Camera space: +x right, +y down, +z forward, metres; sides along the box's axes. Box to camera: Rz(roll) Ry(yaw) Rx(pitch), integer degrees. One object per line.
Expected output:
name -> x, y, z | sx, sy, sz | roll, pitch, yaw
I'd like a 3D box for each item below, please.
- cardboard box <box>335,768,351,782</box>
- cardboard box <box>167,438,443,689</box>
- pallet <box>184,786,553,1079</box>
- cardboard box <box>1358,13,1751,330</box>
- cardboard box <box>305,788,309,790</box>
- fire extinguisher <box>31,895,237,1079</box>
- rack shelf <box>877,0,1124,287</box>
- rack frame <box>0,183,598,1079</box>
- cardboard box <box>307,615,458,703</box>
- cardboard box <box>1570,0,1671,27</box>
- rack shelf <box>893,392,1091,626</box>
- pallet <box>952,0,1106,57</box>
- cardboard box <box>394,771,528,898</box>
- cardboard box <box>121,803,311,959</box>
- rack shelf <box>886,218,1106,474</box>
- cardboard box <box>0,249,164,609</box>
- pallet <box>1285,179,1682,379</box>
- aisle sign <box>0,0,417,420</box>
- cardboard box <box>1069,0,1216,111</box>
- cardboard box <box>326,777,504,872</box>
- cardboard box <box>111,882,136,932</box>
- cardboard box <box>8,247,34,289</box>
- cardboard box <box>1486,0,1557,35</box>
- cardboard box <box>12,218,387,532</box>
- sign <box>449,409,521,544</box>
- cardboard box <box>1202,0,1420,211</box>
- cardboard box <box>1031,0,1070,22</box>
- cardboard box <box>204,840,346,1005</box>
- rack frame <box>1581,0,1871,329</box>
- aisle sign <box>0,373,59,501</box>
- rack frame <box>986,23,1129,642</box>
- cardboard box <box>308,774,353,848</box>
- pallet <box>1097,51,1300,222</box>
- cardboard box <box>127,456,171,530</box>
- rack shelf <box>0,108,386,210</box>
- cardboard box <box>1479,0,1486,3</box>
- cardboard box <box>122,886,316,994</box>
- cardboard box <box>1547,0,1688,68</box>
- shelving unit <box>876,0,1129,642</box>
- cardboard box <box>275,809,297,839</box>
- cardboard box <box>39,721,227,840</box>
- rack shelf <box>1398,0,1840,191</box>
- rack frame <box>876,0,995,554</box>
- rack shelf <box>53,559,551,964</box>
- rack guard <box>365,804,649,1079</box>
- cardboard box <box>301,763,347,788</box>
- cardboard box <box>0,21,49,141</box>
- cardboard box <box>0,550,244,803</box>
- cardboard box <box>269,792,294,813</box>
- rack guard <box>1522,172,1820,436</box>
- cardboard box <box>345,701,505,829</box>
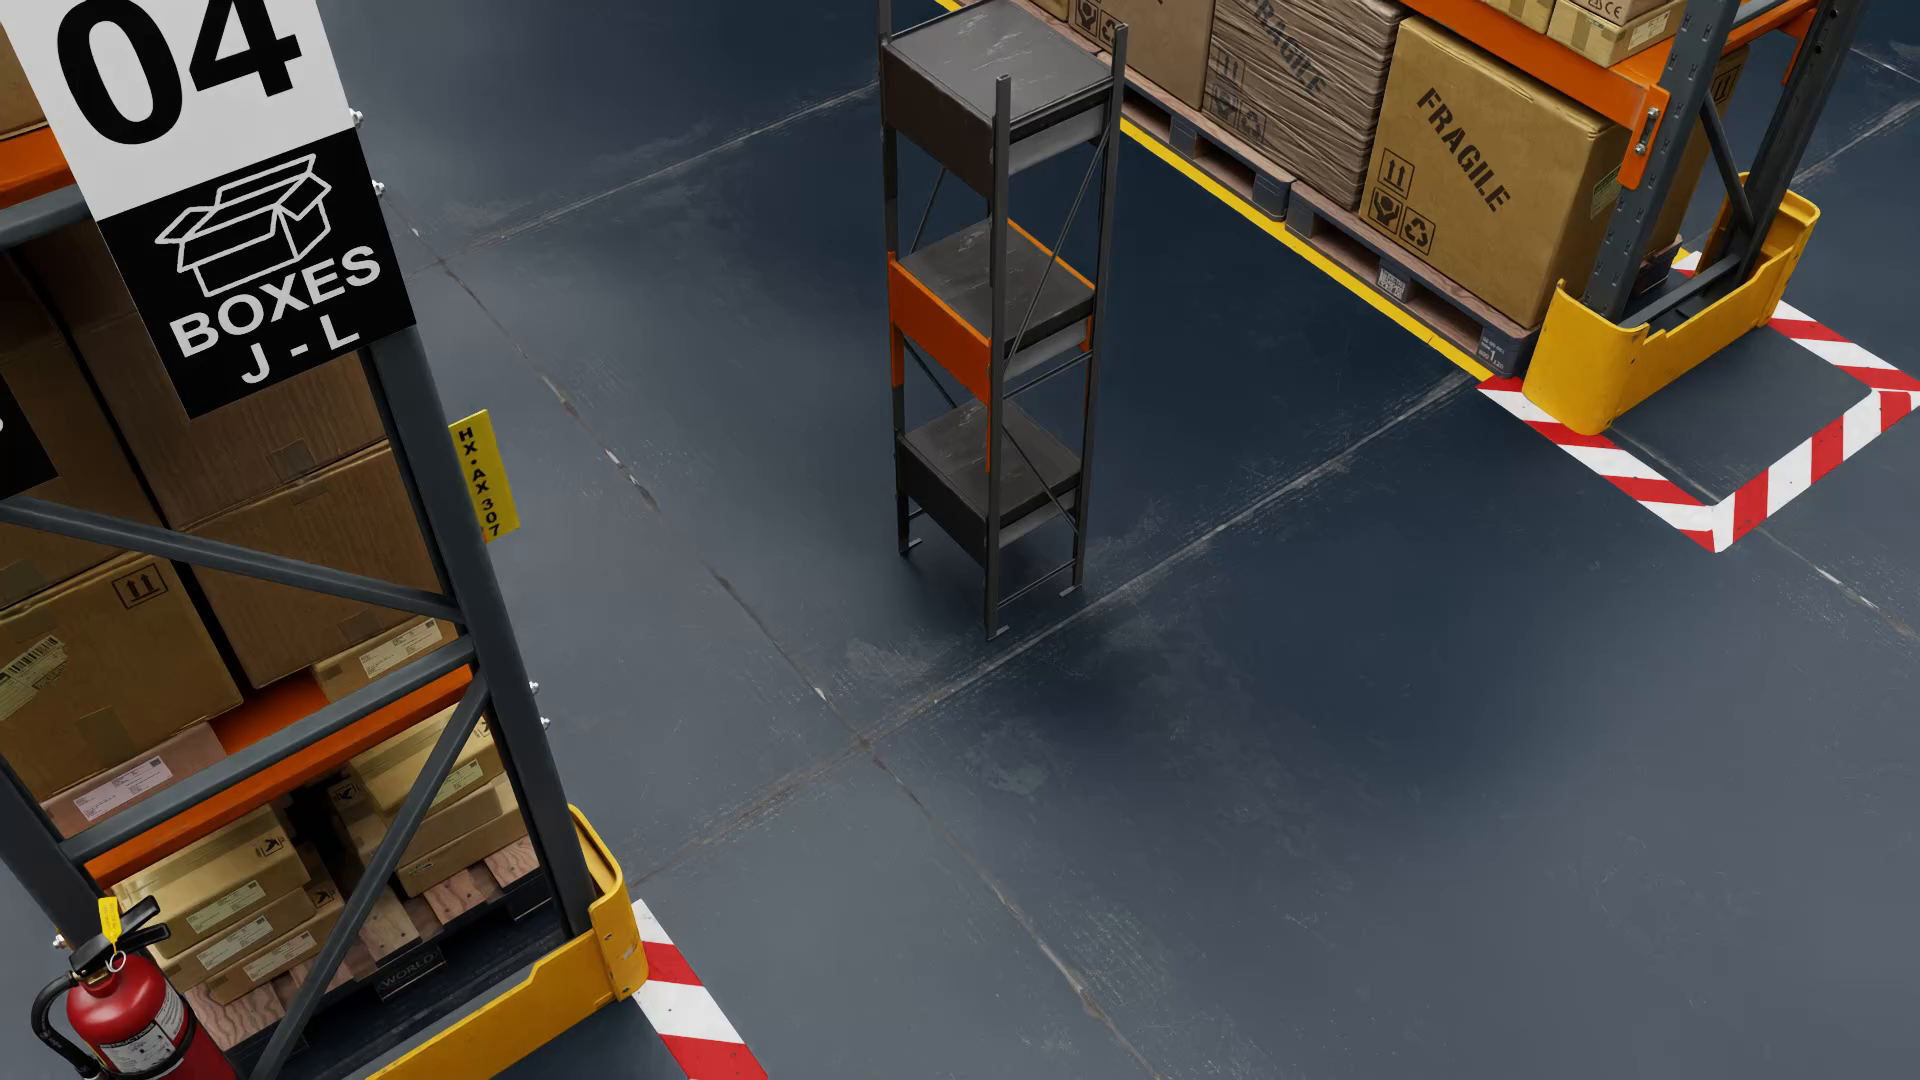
cardboard box -> -1.601, 0.524, 4.690 | 0.380, 0.149, 0.250 | -30, 54, -24
cardboard box -> -1.419, -0.104, 3.551 | 0.500, 0.500, 0.500 | -27, 53, -22
pallet -> -1.877, 0.815, 4.868 | 1.003, 0.211, 1.213 | -29, 54, -24
cardboard box -> 2.190, -1.516, 6.250 | 0.875, 0.875, 0.875 | -29, 54, -24
cardboard box -> -1.809, 0.522, 4.893 | 0.380, 0.149, 0.250 | -29, 54, -24
fire extinguisher -> -1.582, 0.925, 3.190 | 0.296, 0.674, 0.183 | -29, 54, -24
rack shelf -> 0.100, -1.069, 4.375 | 0.431, 0.518, 0.480 | -29, 54, -24
rack frame -> -1.367, 0.419, 3.346 | 1.000, 3.000, 0.127 | -29, 54, -24
cardboard box -> -1.302, 0.165, 3.745 | 0.380, 0.149, 0.250 | -30, 54, -24
cardboard box -> 2.137, -1.963, 5.405 | 0.500, 0.250, 0.500 | -30, 55, -25
rack shelf -> 0.100, -0.128, 5.412 | 0.431, 0.518, 0.480 | -29, 54, -24
pallet -> 0.618, -2.685, 8.042 | 1.003, 0.211, 1.213 | -29, 54, -24
cardboard box -> -1.429, 0.783, 4.657 | 0.380, 0.149, 0.250 | -28, 54, -23
cardboard box -> -1.889, 0.837, 4.206 | 0.380, 0.149, 0.250 | -29, 54, -24
rack shelf -> 0.100, -0.598, 4.894 | 0.431, 0.518, 0.480 | -29, 54, -24
cardboard box -> -1.842, -0.209, 2.972 | 0.500, 0.500, 0.500 | -30, 55, -25
pallet -> 2.095, -1.247, 6.738 | 1.003, 0.211, 1.213 | -29, 54, -24
aisle sign -> -1.084, -0.546, 2.466 | 0.394, 0.787, 0.004 | -29, 54, -24
cardboard box -> 1.101, -2.577, 7.212 | 0.875, 0.875, 0.875 | -29, 54, -24
cardboard box -> -1.480, 0.711, 4.521 | 0.380, 0.149, 0.250 | -27, 53, -23
cardboard box -> -2.088, 0.912, 4.539 | 0.380, 0.149, 0.250 | -28, 54, -23
cardboard box -> -1.738, -0.729, 3.443 | 0.500, 0.500, 0.500 | -28, 54, -23
cardboard box -> 2.005, -1.877, 5.597 | 0.380, 0.149, 0.250 | -29, 54, -24
cardboard box -> -1.428, -0.435, 3.176 | 0.500, 0.500, 0.500 | -30, 54, -24
sign -> -0.935, -0.116, 3.246 | 0.100, 0.325, 0.005 | -29, 54, -24
cardboard box -> 1.639, -2.052, 6.737 | 0.875, 0.875, 0.875 | -29, 54, -24
cardboard box -> 0.556, -3.108, 7.693 | 0.875, 0.875, 0.875 | -29, 54, -24
cardboard box -> -1.852, 1.018, 4.443 | 0.380, 0.149, 0.250 | -29, 54, -23
rack frame -> 2.642, -1.747, 5.309 | 1.000, 3.000, 0.127 | -29, 54, -24
aisle sign -> -1.562, -0.277, 2.222 | 0.394, 0.787, 0.004 | -29, 54, -24
rack frame -> 0.248, -0.464, 4.753 | 0.400, 2.100, 0.015 | -29, 54, -24
cardboard box -> -1.653, 0.665, 4.763 | 0.380, 0.149, 0.250 | -30, 54, -24
pallet -> 1.361, -1.965, 7.389 | 1.003, 0.211, 1.213 | -29, 54, -24
cardboard box -> -1.763, -0.408, 3.827 | 0.500, 0.500, 0.500 | -29, 54, -24
rack shelf -> -2.578, -1.527, 3.570 | 1.077, 0.370, 4.000 | -29, 54, -24
cardboard box -> 1.853, -2.026, 5.732 | 0.380, 0.149, 0.250 | -29, 54, -24
cardboard box -> -1.914, 0.952, 4.302 | 0.380, 0.149, 0.250 | -31, 55, -25
cardboard box -> 2.164, -1.725, 5.458 | 0.380, 0.149, 0.250 | -28, 54, -23
shelving unit -> 0.100, -0.608, 4.884 | 0.431, 2.100, 0.503 | -29, 54, -24
cardboard box -> -2.029, 0.774, 4.464 | 0.380, 0.149, 0.250 | -31, 55, -25
cardboard box -> -1.789, 0.437, 3.498 | 0.380, 0.149, 0.250 | -29, 54, -24
rack shelf -> 1.431, -2.684, 6.645 | 1.077, 0.370, 4.000 | -29, 54, -24
rack frame -> -0.048, -0.752, 5.014 | 0.400, 2.100, 0.015 | -29, 54, -24
rack shelf -> -2.578, -0.519, 4.681 | 1.077, 0.370, 4.000 | -29, 54, -24
rack guard -> -1.413, 1.213, 4.313 | 1.175, 0.500, 0.348 | -29, 54, -24
cardboard box -> -1.676, 0.465, 4.543 | 0.380, 0.149, 0.250 | -28, 54, -23
cardboard box -> -1.435, -0.918, 2.634 | 0.500, 0.250, 0.500 | -28, 53, -23
cardboard box -> -1.844, 0.136, 3.334 | 0.500, 0.500, 0.500 | -28, 54, -23
cardboard box -> -1.996, 0.663, 4.364 | 0.380, 0.149, 0.250 | -28, 54, -23
rack guard -> 2.656, -0.893, 6.222 | 1.175, 0.500, 0.348 | -29, 54, -24
cardboard box -> -1.414, 0.574, 4.444 | 0.380, 0.149, 0.250 | -32, 55, -26
